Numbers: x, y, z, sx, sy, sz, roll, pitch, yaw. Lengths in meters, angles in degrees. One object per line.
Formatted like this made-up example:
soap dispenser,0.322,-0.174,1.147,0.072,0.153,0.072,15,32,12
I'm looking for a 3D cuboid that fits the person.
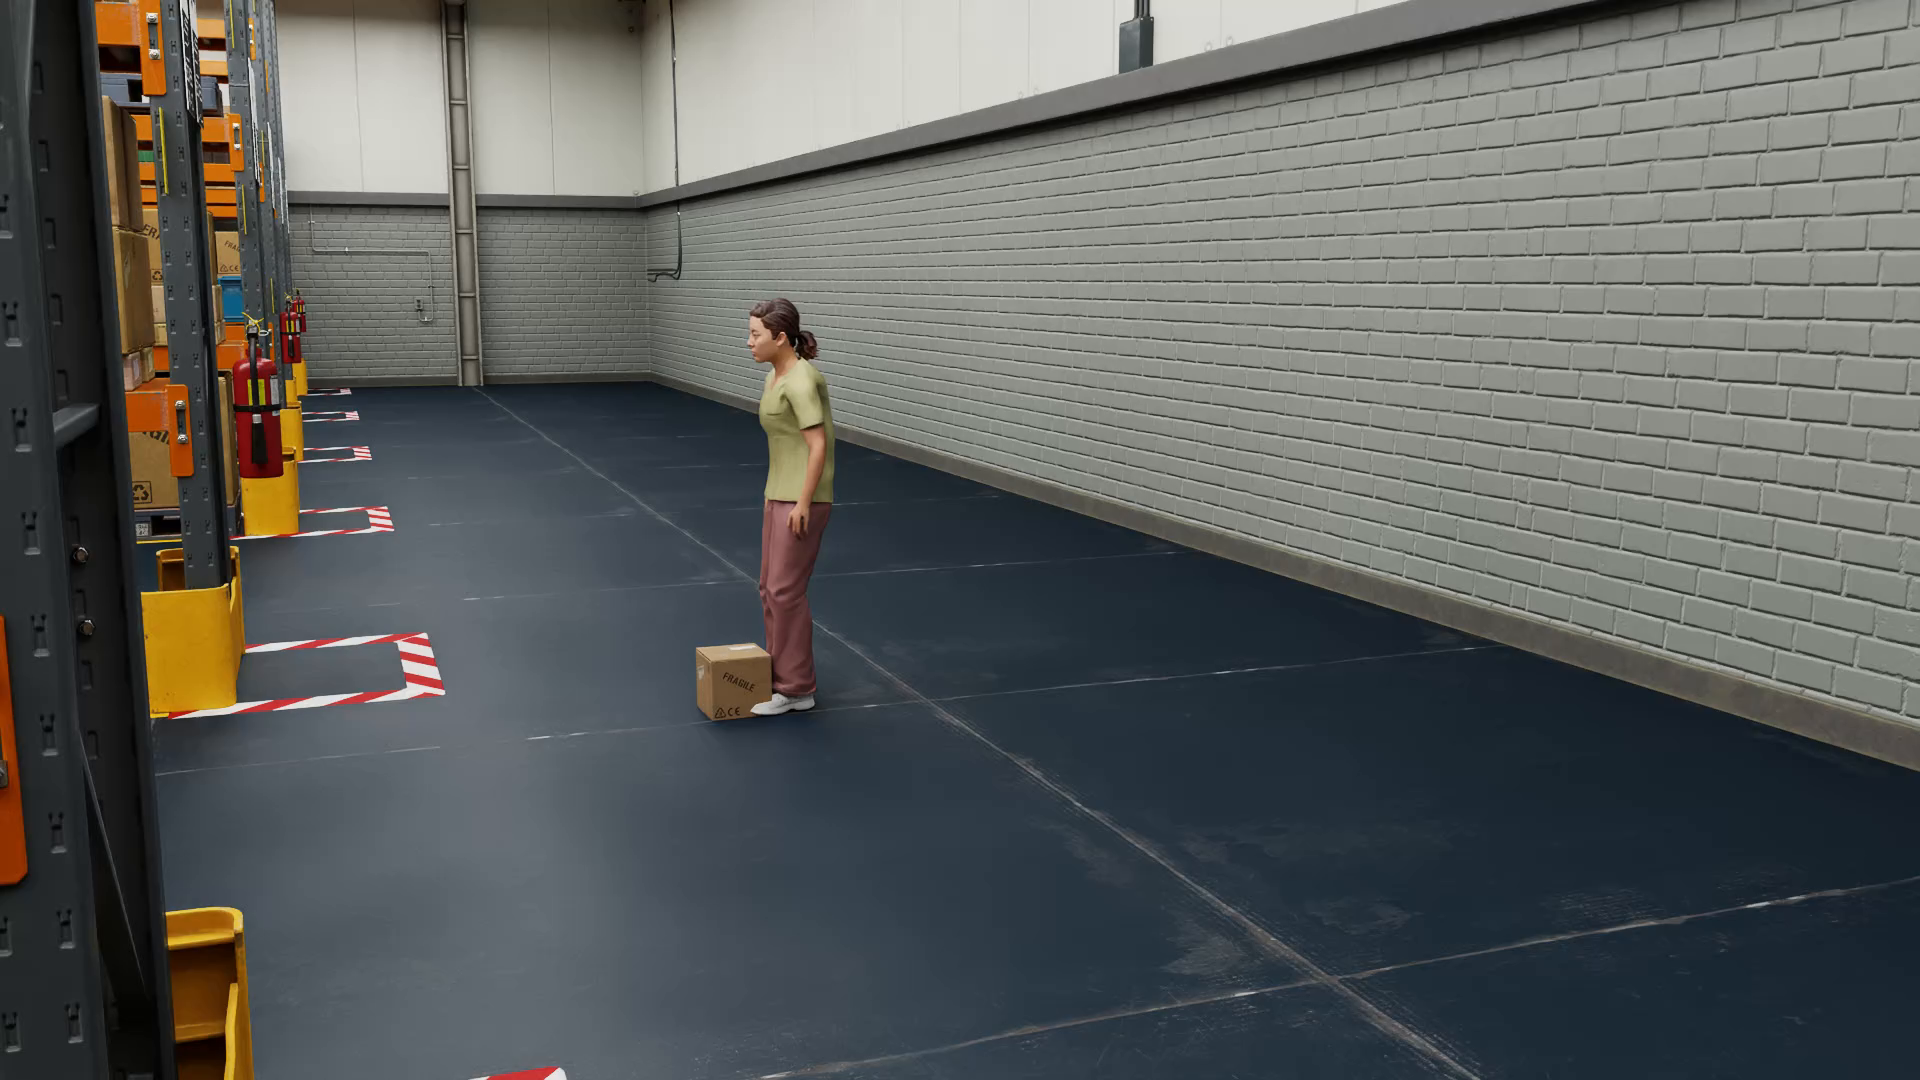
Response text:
person,-0.718,-0.141,6.758,0.406,1.673,0.499,-3,10,-21
